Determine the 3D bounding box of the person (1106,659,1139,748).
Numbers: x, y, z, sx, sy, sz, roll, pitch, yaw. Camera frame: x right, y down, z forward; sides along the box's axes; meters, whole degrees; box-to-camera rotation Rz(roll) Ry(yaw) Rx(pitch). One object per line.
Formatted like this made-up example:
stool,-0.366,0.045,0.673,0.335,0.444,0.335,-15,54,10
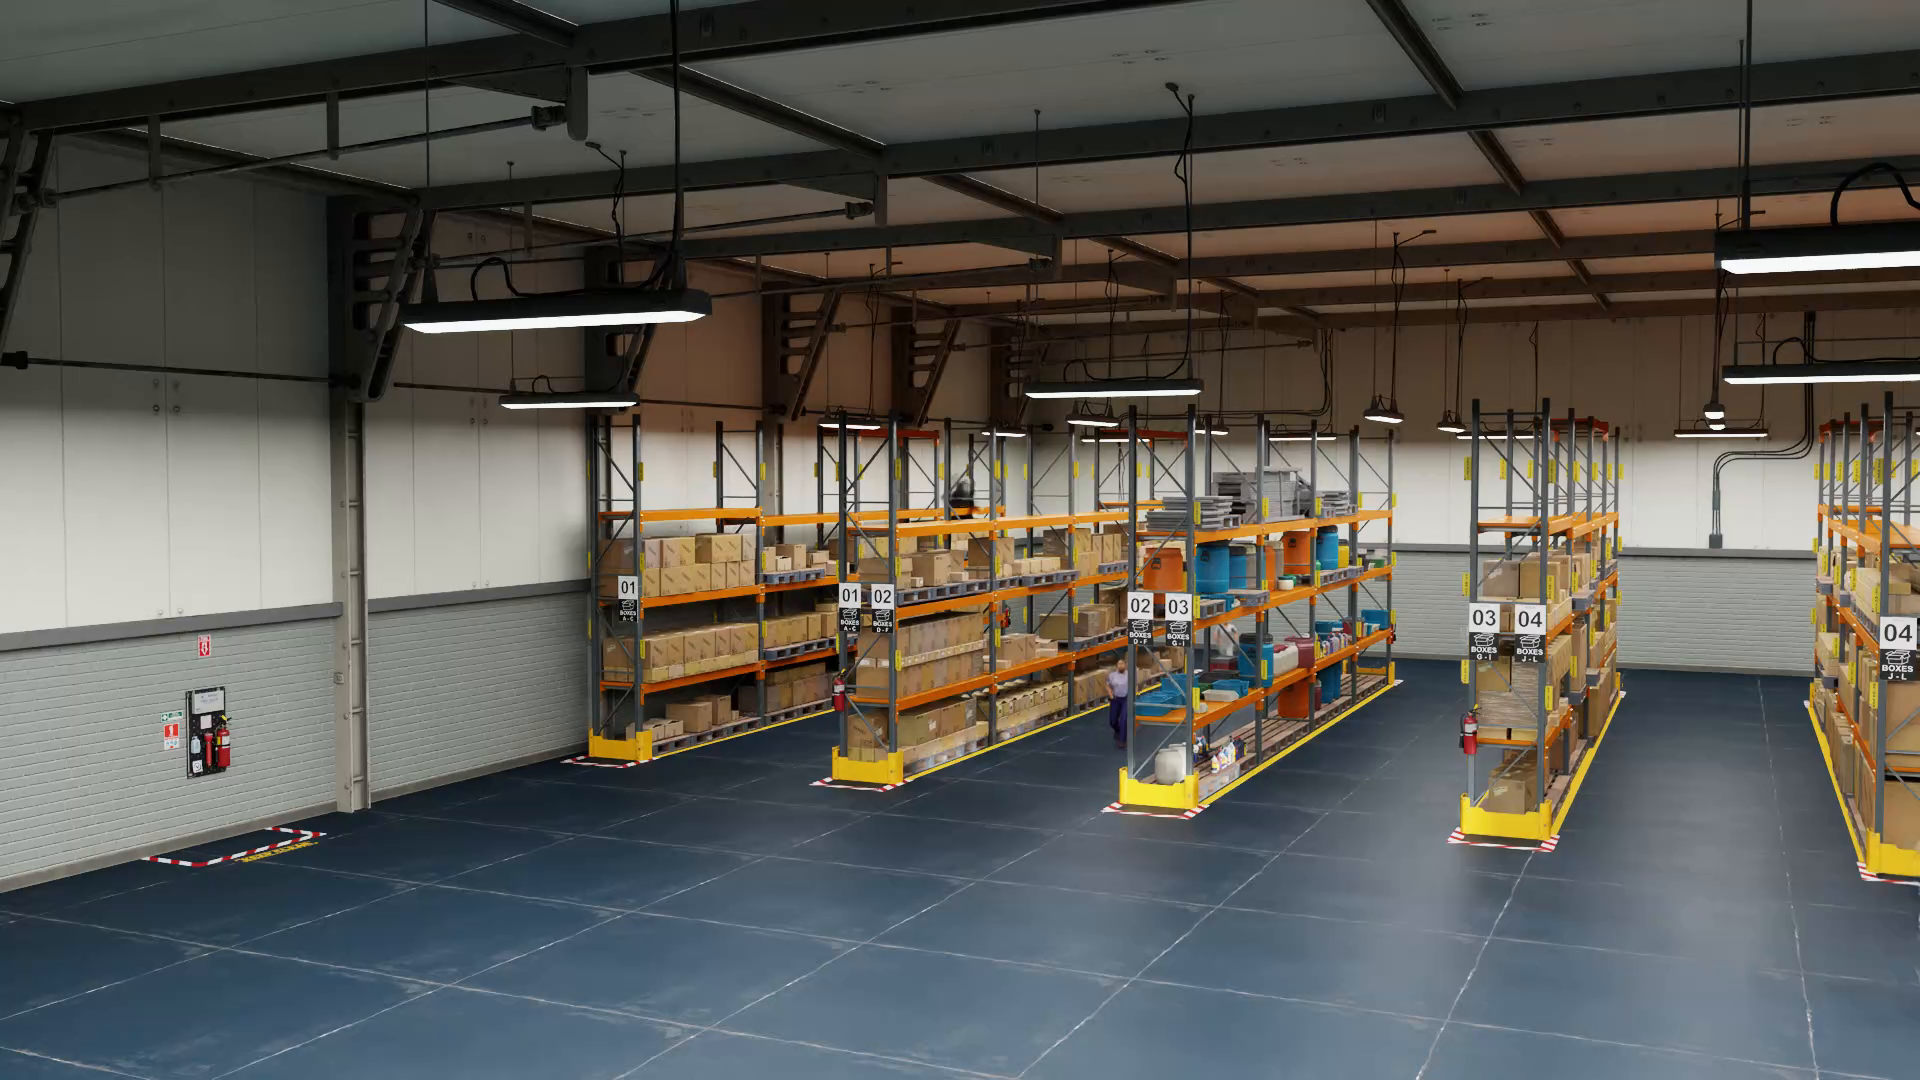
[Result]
person,2.949,2.956,30.280,0.604,1.603,0.601,1,2,13

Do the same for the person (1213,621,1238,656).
person,6.227,2.569,39.019,0.550,1.696,0.924,1,2,13

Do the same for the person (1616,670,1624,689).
person,14.816,2.600,38.340,0.864,1.696,0.635,2,3,36
